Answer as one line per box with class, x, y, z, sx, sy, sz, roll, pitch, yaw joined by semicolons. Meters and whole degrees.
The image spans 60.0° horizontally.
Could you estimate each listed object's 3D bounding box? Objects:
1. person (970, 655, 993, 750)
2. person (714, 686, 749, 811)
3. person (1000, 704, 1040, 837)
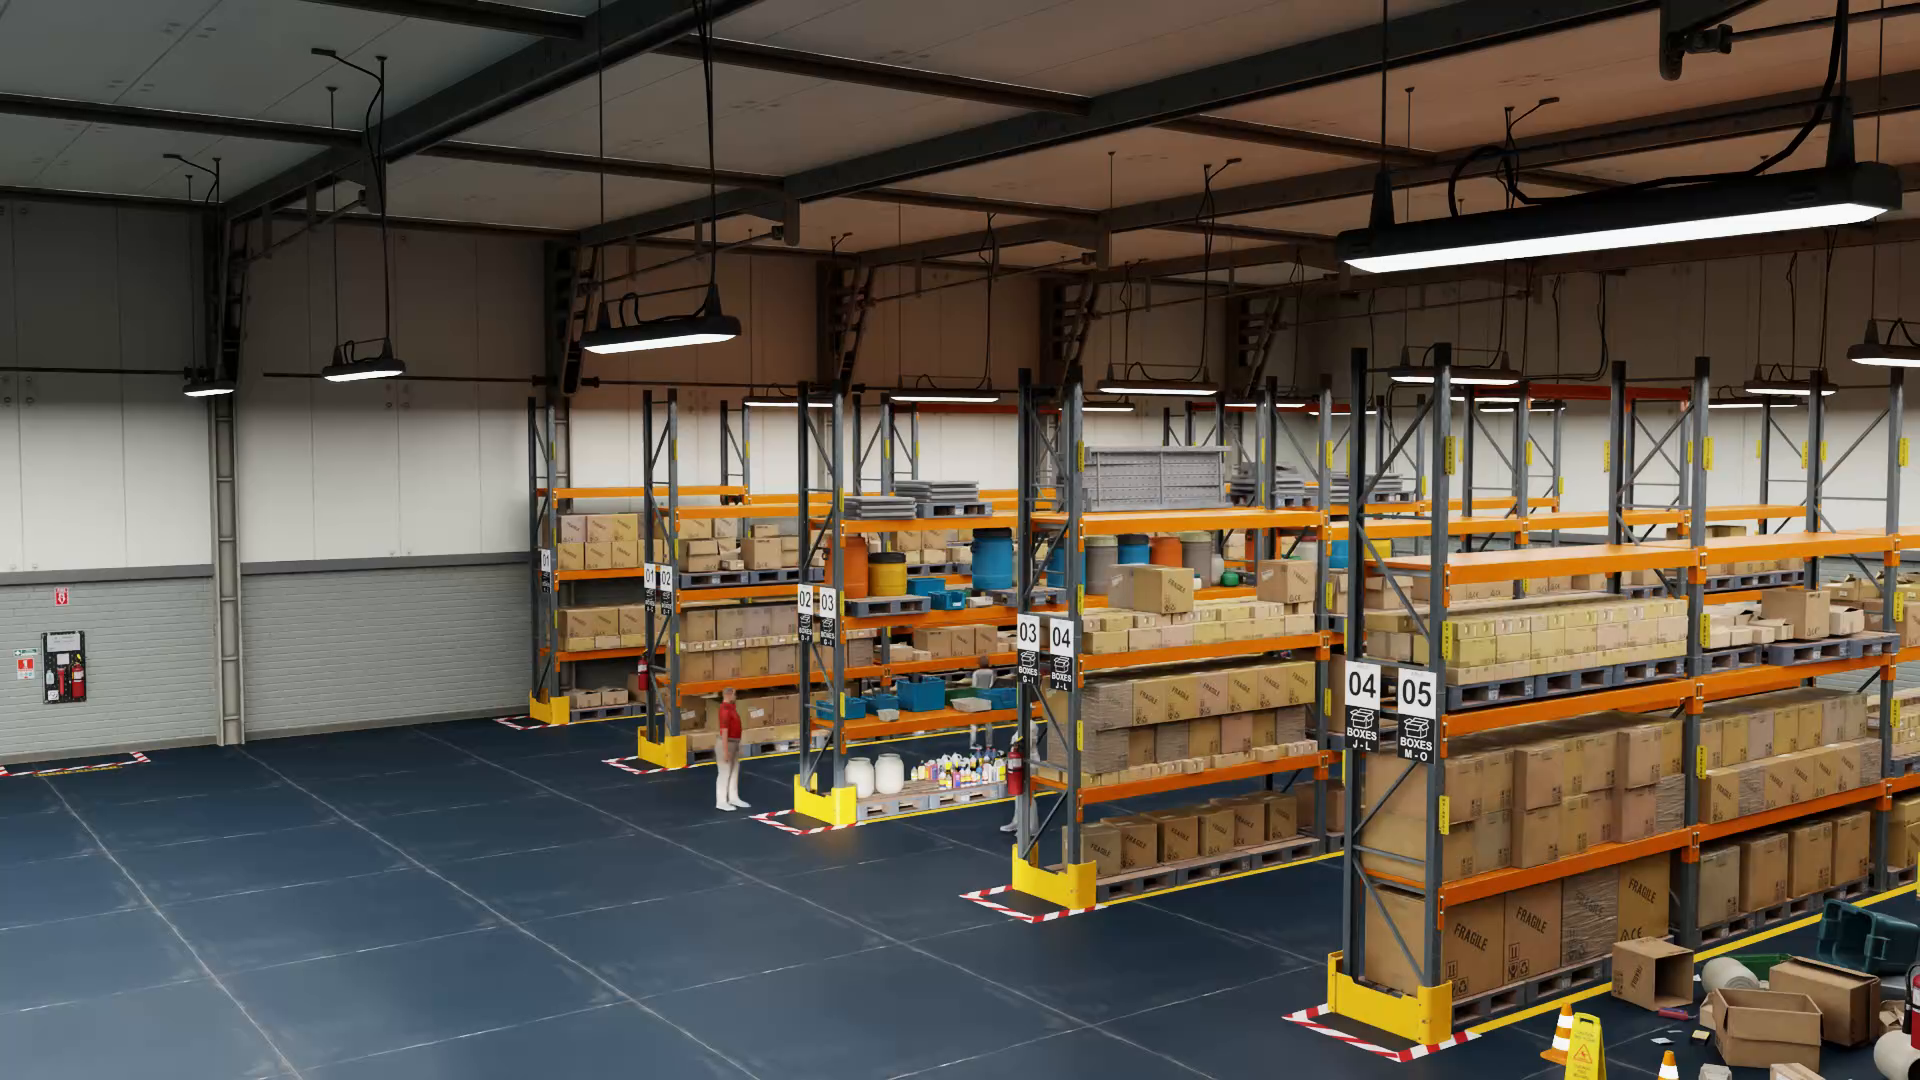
person;0.369;2.724;28.061;0.441;1.601;0.533;0;3;-3
person;-3.216;2.972;23.371;0.447;1.654;0.561;0;3;2
person;0.785;3.001;21.869;0.583;1.784;0.572;1;3;15
